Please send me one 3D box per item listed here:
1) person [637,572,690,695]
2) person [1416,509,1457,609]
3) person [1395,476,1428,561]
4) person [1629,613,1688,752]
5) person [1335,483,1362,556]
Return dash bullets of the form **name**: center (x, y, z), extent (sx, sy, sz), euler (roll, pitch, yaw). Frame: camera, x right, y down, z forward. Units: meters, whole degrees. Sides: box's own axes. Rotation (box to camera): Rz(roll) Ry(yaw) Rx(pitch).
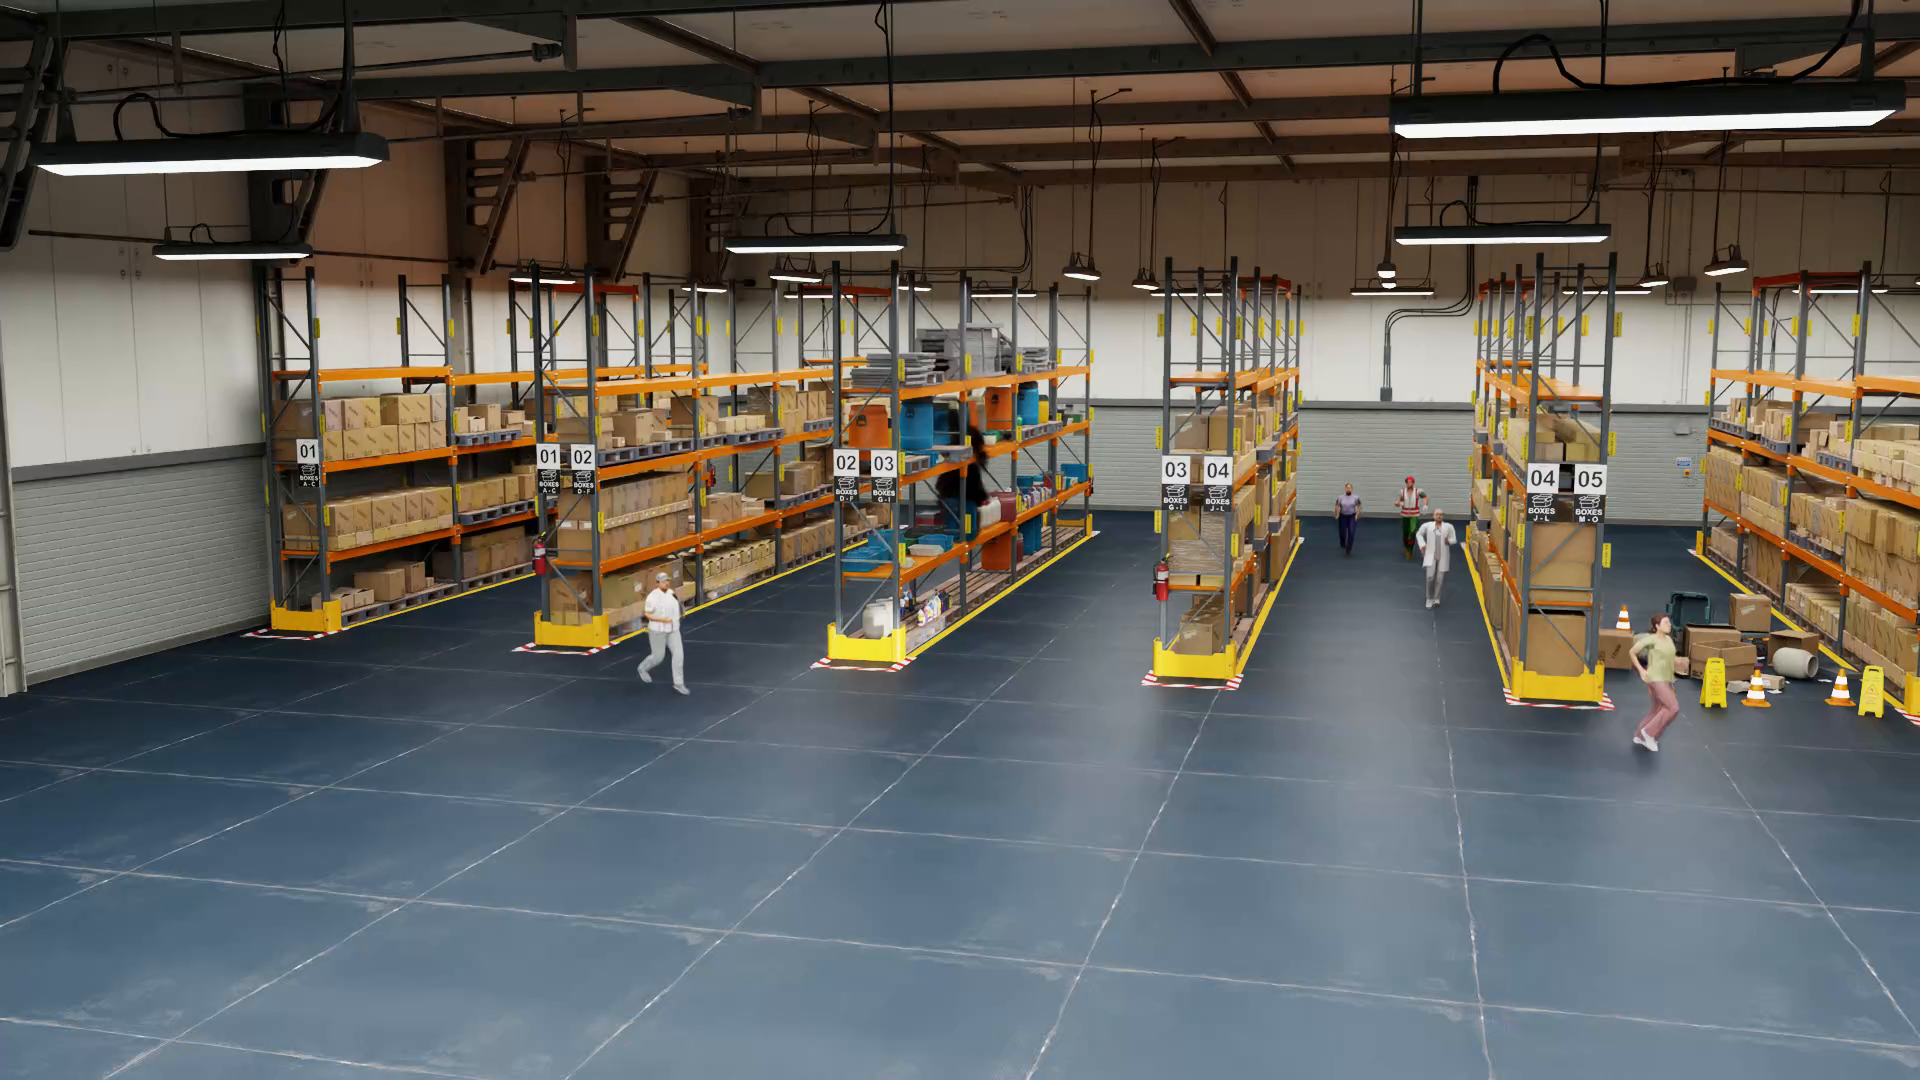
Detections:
- **person**: center (-4.109, 1.272, 23.031), extent (0.931, 1.676, 0.619), euler (6, 9, 40)
- **person**: center (8.572, 0.345, 29.928), extent (0.688, 1.818, 0.755), euler (1, 7, 12)
- **person**: center (9.856, -0.493, 36.358), extent (0.674, 1.832, 0.927), euler (3, 8, 24)
- **person**: center (8.298, 1.683, 19.691), extent (0.560, 1.645, 0.645), euler (-5, 9, -36)
- **person**: center (8.653, -0.471, 37.077), extent (0.598, 1.610, 0.585), euler (2, 7, 14)
